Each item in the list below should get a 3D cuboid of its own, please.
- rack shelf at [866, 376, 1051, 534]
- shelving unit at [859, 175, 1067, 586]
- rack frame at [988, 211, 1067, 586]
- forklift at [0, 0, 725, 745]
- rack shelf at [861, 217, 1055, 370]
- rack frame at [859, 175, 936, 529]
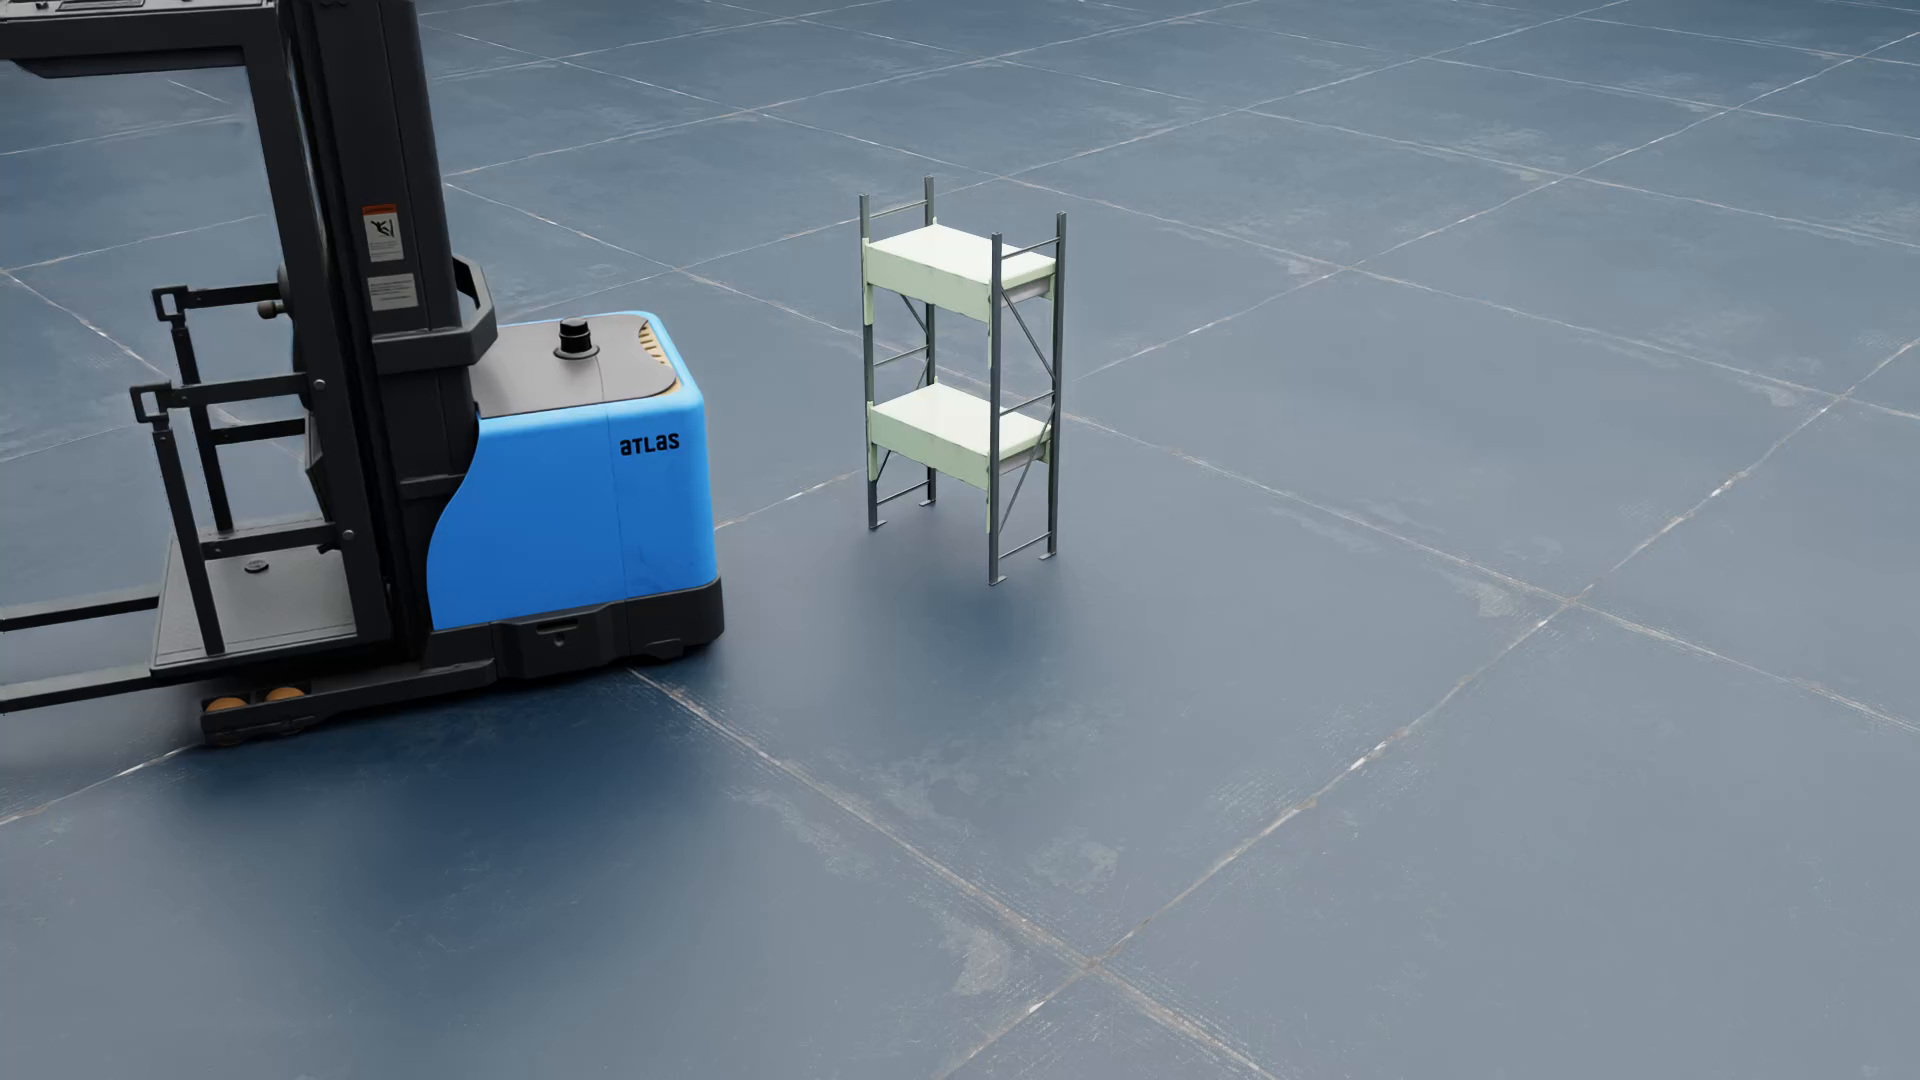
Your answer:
[{"bbox_3d":[0.005,-0.373,7.049,0.720,0.370,0.431,25,36,38],"label":"rack shelf"},{"bbox_3d":[0.005,-0.662,6.897,0.755,1.500,0.431,25,36,38],"label":"shelving unit"},{"bbox_3d":[0.266,-0.542,6.670,0.023,1.500,0.400,25,36,38],"label":"rack frame"},{"bbox_3d":[-2.484,-0.850,5.716,3.031,2.935,1.130,-9,29,-17],"label":"forklift"},{"bbox_3d":[0.005,-1.007,6.715,0.720,0.370,0.431,25,36,38],"label":"rack shelf"},{"bbox_3d":[-0.256,-0.781,7.124,0.023,1.500,0.400,25,36,38],"label":"rack frame"}]
